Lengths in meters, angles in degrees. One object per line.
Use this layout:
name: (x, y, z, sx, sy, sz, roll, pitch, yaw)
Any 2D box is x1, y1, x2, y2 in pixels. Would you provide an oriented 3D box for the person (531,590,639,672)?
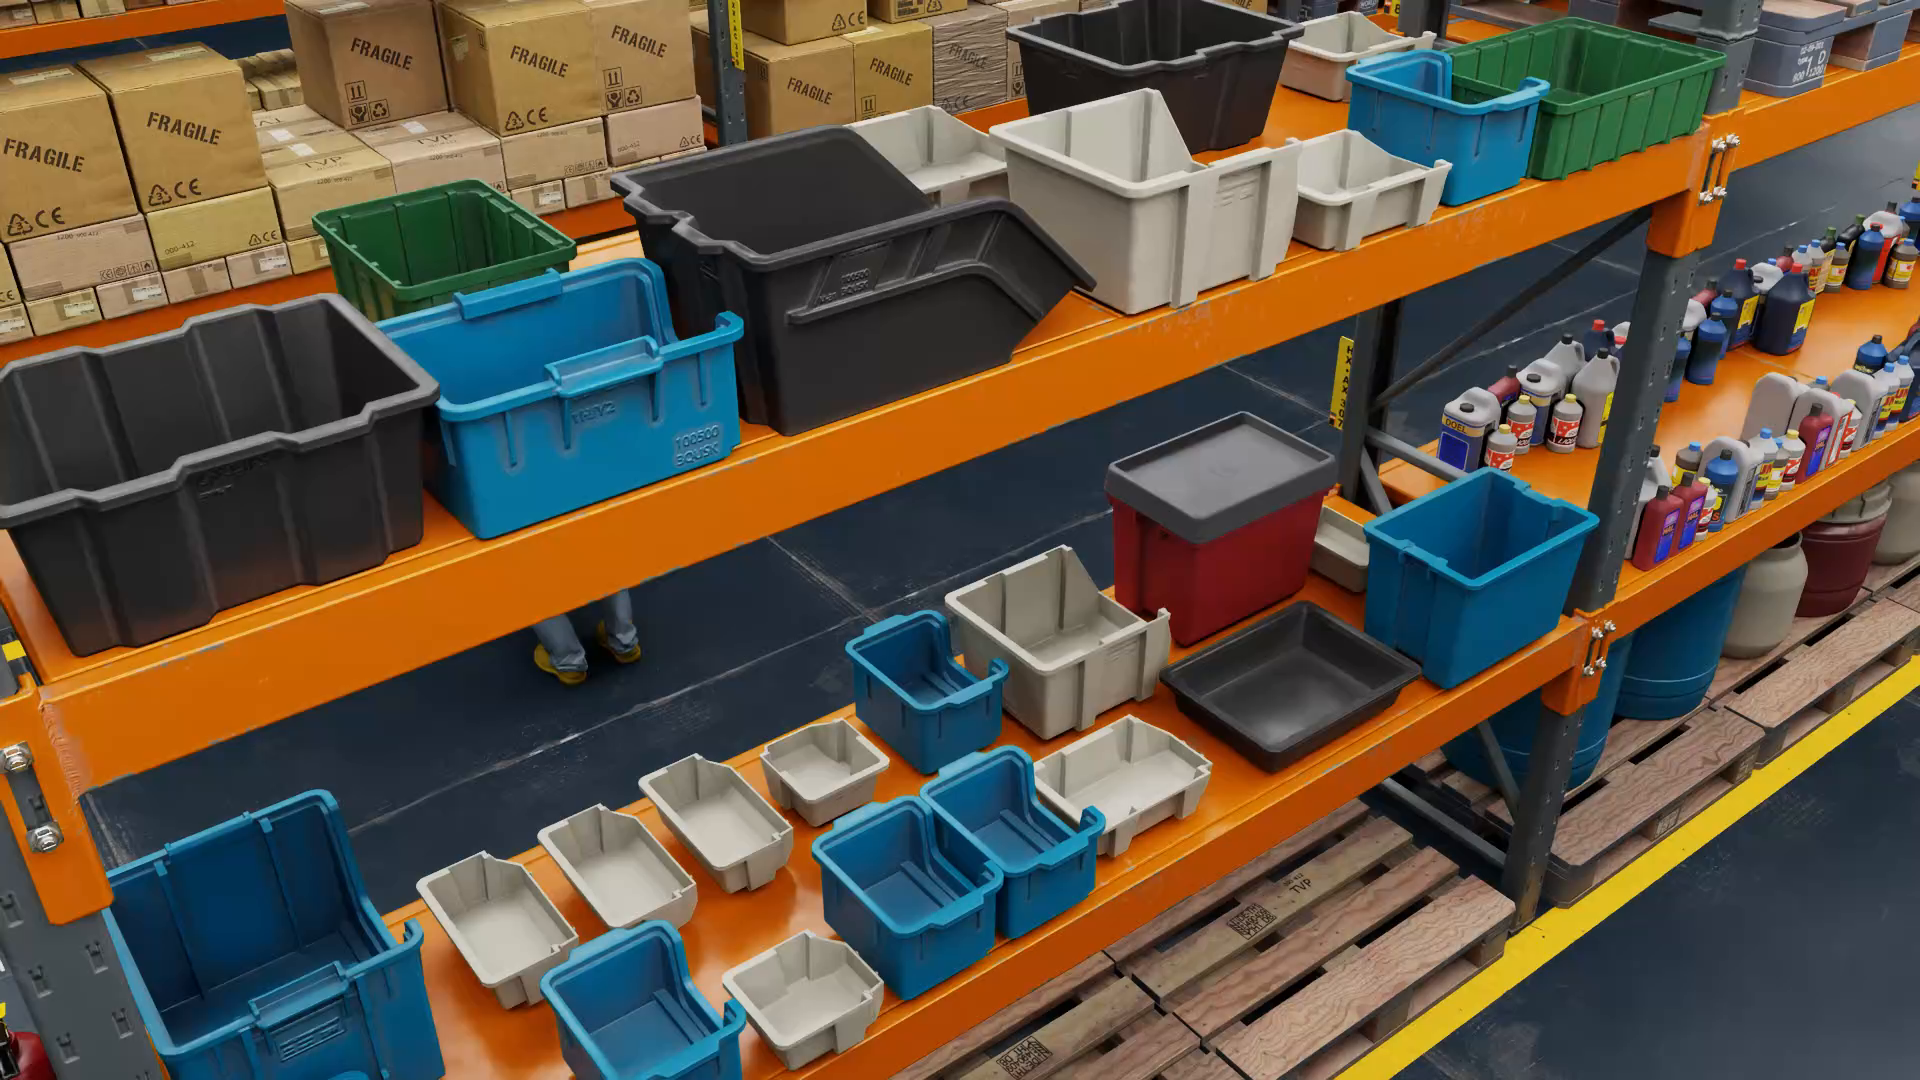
person: (-1.675, -0.048, 6.792, 0.515, 1.001, 0.967, -24, 39, -33)
